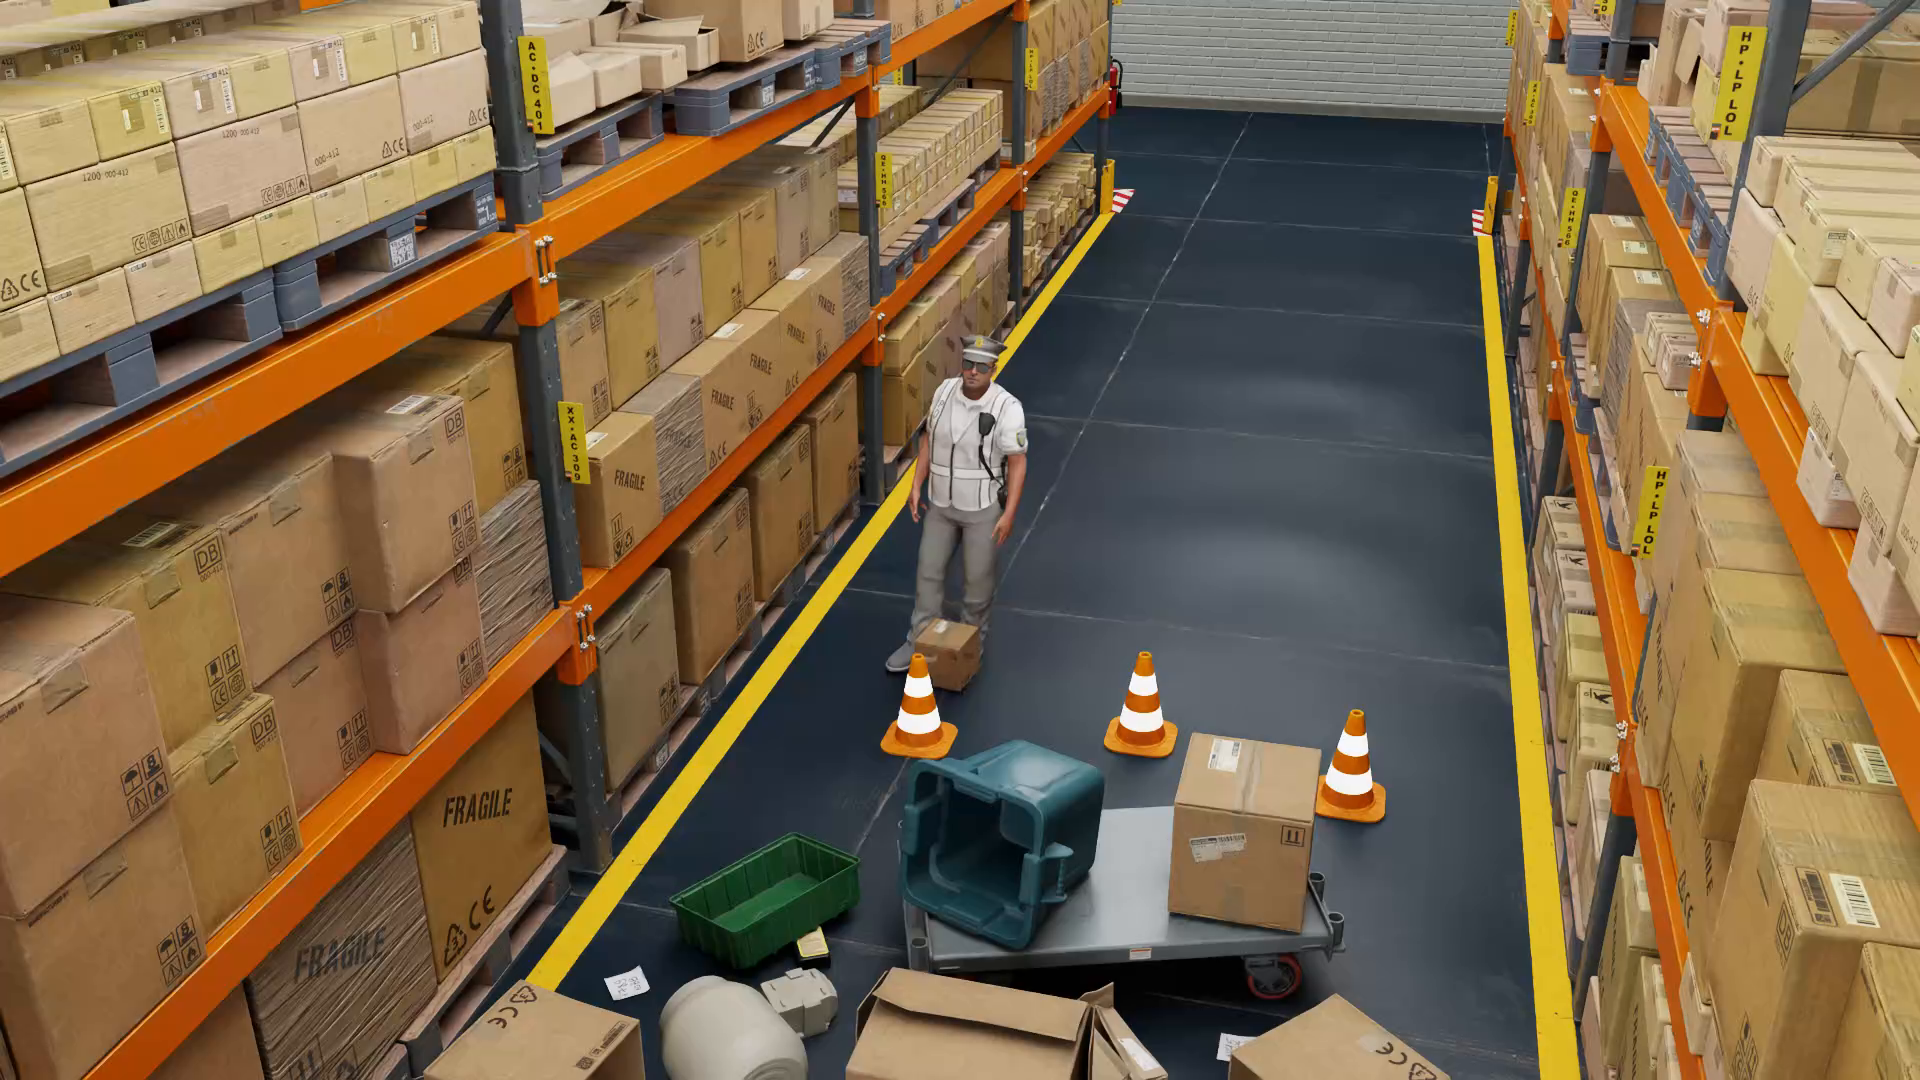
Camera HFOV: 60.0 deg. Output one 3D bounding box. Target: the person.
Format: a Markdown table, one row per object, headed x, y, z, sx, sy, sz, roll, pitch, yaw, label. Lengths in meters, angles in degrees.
| x | y | z | sx | sy | sz | roll | pitch | yaw | label |
| --- | --- | --- | --- | --- | --- | --- | --- | --- | --- |
| -0.007 | -0.169 | 8.406 | 0.628 | 1.779 | 0.576 | 12 | 28 | 24 | person |
